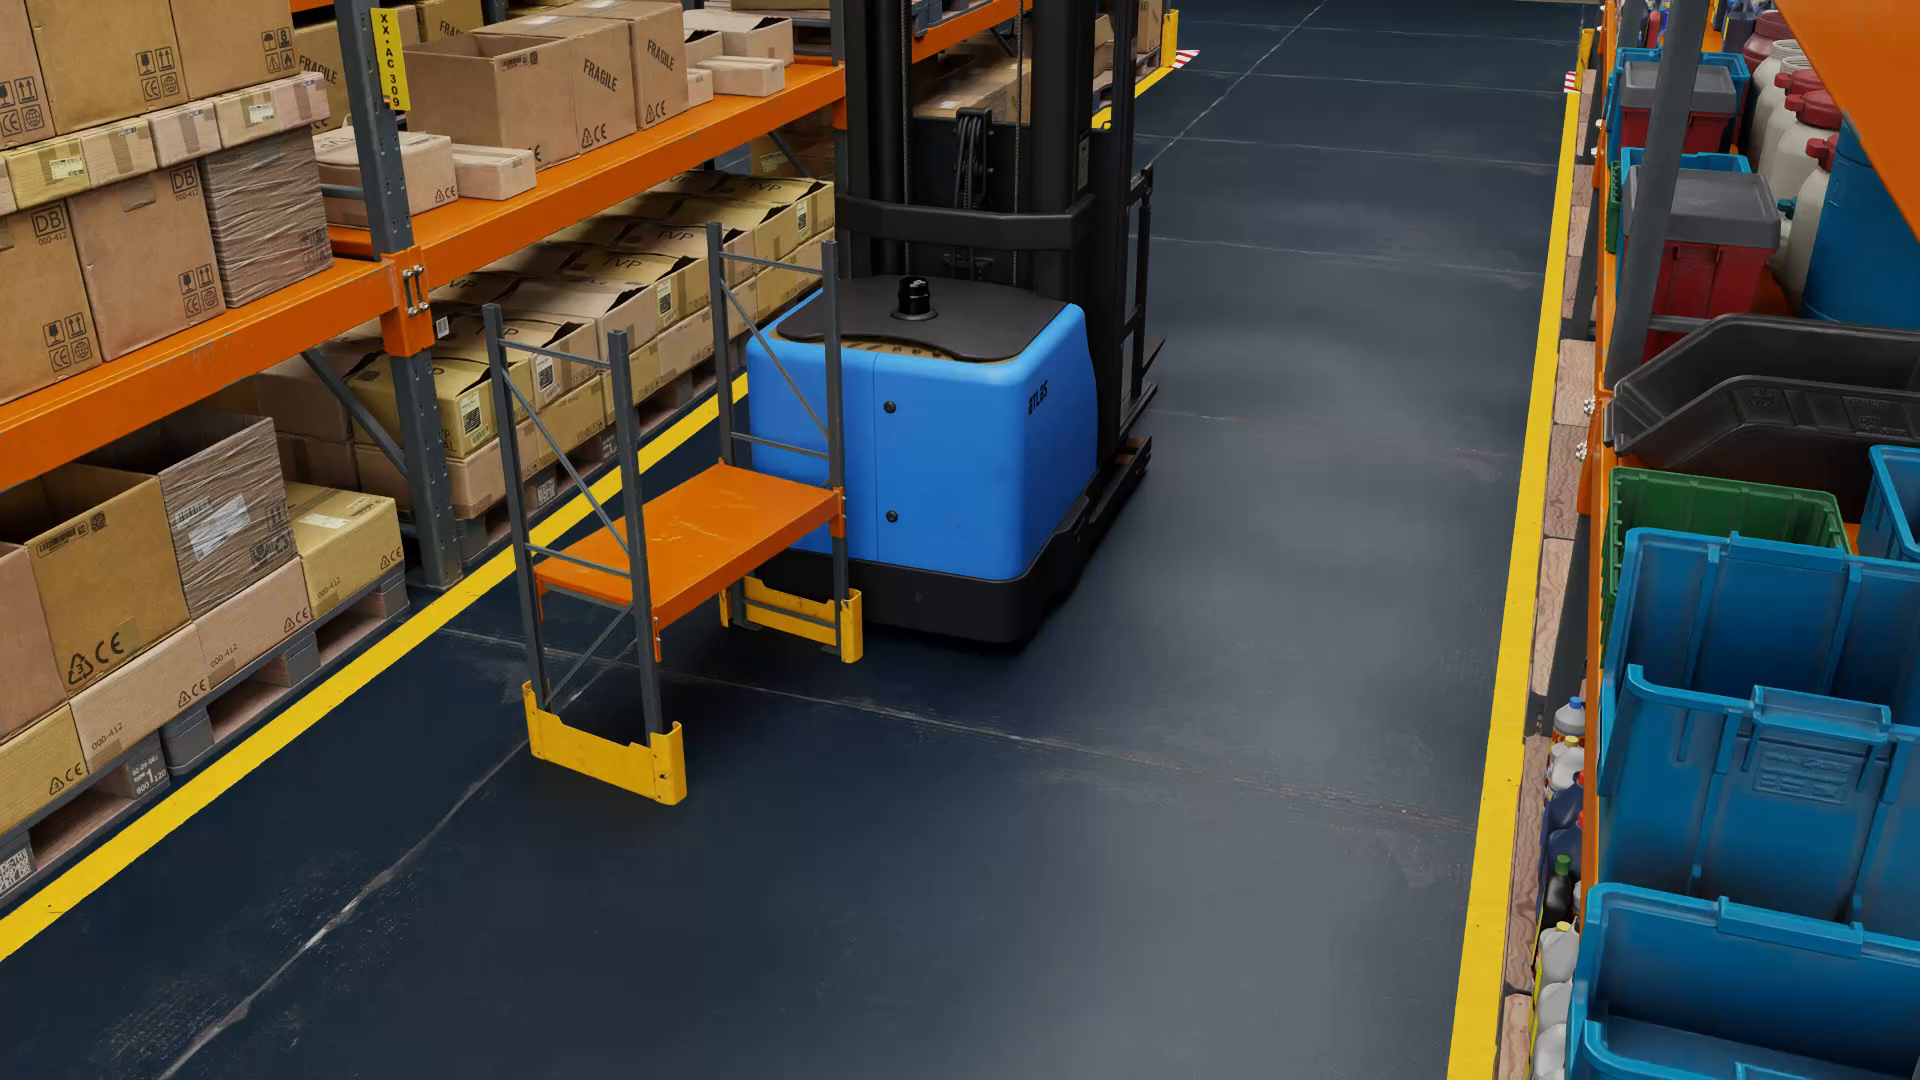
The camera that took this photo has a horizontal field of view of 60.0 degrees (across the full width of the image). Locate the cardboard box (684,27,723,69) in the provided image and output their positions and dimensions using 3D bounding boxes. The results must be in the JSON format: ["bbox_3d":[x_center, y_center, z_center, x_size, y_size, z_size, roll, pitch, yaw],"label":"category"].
[{"bbox_3d":[-1.559,-2.509,8.593,0.500,0.311,0.500,8,27,17],"label":"cardboard box"}]

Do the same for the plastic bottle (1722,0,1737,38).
[{"bbox_3d":[4.637,-3.144,9.949,0.097,0.271,0.097,0,26,0],"label":"plastic bottle"}]

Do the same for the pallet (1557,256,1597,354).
[{"bbox_3d":[3.814,-1.244,9.077,1.003,0.211,1.213,9,27,17],"label":"pallet"}]

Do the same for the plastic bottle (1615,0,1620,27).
[{"bbox_3d":[4.102,-3.307,10.271,0.061,0.283,0.133,9,27,17],"label":"plastic bottle"}]

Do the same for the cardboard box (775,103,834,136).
[{"bbox_3d":[-0.975,-2.742,10.473,0.500,0.250,0.500,10,28,19],"label":"cardboard box"}]

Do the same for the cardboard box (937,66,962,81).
[{"bbox_3d":[-0.306,-3.221,12.325,0.500,0.500,0.500,9,27,18],"label":"cardboard box"}]

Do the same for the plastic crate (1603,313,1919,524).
[{"bbox_3d":[1.965,-0.301,4.000,0.767,0.338,0.504,9,27,17],"label":"plastic crate"}]

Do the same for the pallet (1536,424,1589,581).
[{"bbox_3d":[2.889,-0.102,6.718,1.003,0.211,1.213,9,27,17],"label":"pallet"}]

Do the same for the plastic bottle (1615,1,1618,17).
[{"bbox_3d":[4.287,-3.472,10.621,0.152,0.276,0.135,9,27,17],"label":"plastic bottle"}]

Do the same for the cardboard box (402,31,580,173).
[{"bbox_3d":[-1.964,-1.820,6.952,0.500,0.500,0.500,11,28,21],"label":"cardboard box"}]

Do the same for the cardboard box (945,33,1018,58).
[{"bbox_3d":[0.174,-3.881,13.687,0.500,0.500,0.500,9,27,17],"label":"cardboard box"}]

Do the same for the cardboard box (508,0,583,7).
[{"bbox_3d":[-3.905,-4.812,15.633,0.700,0.500,0.500,8,27,17],"label":"cardboard box"}]

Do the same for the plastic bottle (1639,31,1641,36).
[{"bbox_3d":[3.585,-2.639,8.906,0.097,0.271,0.097,0,26,0],"label":"plastic bottle"}]

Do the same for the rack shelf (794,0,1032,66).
[{"bbox_3d":[-0.414,-3.387,11.129,1.077,0.370,4.000,9,27,17],"label":"rack shelf"}]

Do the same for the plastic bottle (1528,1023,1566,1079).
[{"bbox_3d":[1.282,1.171,3.509,0.152,0.276,0.135,8,27,16],"label":"plastic bottle"}]

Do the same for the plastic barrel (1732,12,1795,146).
[{"bbox_3d":[3.722,-1.996,7.274,0.600,0.536,0.708,9,27,17],"label":"plastic barrel"}]

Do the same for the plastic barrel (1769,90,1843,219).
[{"bbox_3d":[3.029,-1.249,5.732,0.433,0.535,0.433,0,26,0],"label":"plastic barrel"}]

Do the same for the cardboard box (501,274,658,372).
[{"bbox_3d":[-1.695,-1.001,7.404,0.500,0.311,0.500,8,27,16],"label":"cardboard box"}]

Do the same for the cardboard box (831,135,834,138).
[{"bbox_3d":[-0.489,-2.323,10.470,0.500,0.500,0.500,8,27,16],"label":"cardboard box"}]

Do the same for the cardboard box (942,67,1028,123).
[{"bbox_3d":[0.185,-3.159,12.197,0.500,0.500,0.500,9,27,18],"label":"cardboard box"}]

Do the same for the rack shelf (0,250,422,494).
[{"bbox_3d":[-3.076,-0.099,4.339,1.077,0.370,4.000,9,27,17],"label":"rack shelf"}]

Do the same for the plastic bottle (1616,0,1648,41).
[{"bbox_3d":[3.901,-3.035,9.633,0.144,0.351,0.185,9,27,17],"label":"plastic bottle"}]

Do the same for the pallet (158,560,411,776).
[{"bbox_3d":[-2.714,0.331,5.825,1.003,0.211,1.213,9,27,17],"label":"pallet"}]

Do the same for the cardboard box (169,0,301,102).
[{"bbox_3d":[-2.552,-1.691,5.197,0.700,0.500,0.500,9,27,18],"label":"cardboard box"}]

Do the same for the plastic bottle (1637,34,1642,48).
[{"bbox_3d":[3.520,-2.559,8.741,0.097,0.271,0.097,0,26,0],"label":"plastic bottle"}]

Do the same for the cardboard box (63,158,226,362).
[{"bbox_3d":[-2.721,-0.889,5.030,0.700,0.500,0.500,8,27,17],"label":"cardboard box"}]

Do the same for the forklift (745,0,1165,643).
[{"bbox_3d":[0.209,-1.578,6.646,1.130,2.935,3.031,9,27,17],"label":"forklift"}]

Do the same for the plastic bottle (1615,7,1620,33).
[{"bbox_3d":[4.036,-3.164,10.071,0.097,0.201,0.097,0,26,0],"label":"plastic bottle"}]

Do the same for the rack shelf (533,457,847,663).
[{"bbox_3d":[-0.865,0.036,5.367,0.538,0.185,1.000,14,29,27],"label":"rack shelf"}]

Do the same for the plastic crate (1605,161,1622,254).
[{"bbox_3d":[2.573,-1.187,6.002,0.450,0.188,0.662,9,27,17],"label":"plastic crate"}]

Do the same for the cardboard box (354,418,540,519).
[{"bbox_3d":[-2.042,-0.326,6.655,0.500,0.250,0.500,8,27,16],"label":"cardboard box"}]

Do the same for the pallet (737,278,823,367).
[{"bbox_3d":[-1.390,-1.301,9.195,1.003,0.211,1.213,9,27,17],"label":"pallet"}]

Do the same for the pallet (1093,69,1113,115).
[{"bbox_3d":[0.886,-4.063,14.899,1.003,0.211,1.213,9,27,17],"label":"pallet"}]

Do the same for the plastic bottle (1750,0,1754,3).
[{"bbox_3d":[4.761,-3.136,9.926,0.152,0.276,0.135,9,27,17],"label":"plastic bottle"}]

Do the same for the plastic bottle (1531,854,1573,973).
[{"bbox_3d":[1.443,0.910,4.040,0.061,0.283,0.133,10,28,20],"label":"plastic bottle"}]

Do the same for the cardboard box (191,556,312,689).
[{"bbox_3d":[-2.534,0.230,5.507,0.500,0.250,0.500,9,27,17],"label":"cardboard box"}]

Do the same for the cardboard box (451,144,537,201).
[{"bbox_3d":[-1.923,-1.467,6.625,0.380,0.149,0.250,9,27,17],"label":"cardboard box"}]

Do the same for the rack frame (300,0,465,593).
[{"bbox_3d":[-2.410,-1.245,5.880,1.000,3.000,0.127,9,27,17],"label":"rack frame"}]

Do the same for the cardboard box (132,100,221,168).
[{"bbox_3d":[-2.468,-1.230,4.989,0.380,0.149,0.250,8,27,16],"label":"cardboard box"}]

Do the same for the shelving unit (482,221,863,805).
[{"bbox_3d":[-0.860,-0.129,5.295,0.587,1.500,1.083,14,29,27],"label":"shelving unit"}]

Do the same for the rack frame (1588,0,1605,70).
[{"bbox_3d":[6.253,-5.457,14.578,1.000,3.000,0.127,9,27,17],"label":"rack frame"}]

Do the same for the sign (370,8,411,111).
[{"bbox_3d":[-1.886,-1.591,5.509,0.100,0.325,0.005,9,27,17],"label":"sign"}]

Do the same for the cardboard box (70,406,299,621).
[{"bbox_3d":[-2.536,-0.108,5.344,0.500,0.500,0.500,9,27,17],"label":"cardboard box"}]

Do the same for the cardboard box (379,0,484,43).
[{"bbox_3d":[-4.514,-4.185,13.937,0.750,0.750,0.750,9,27,18],"label":"cardboard box"}]

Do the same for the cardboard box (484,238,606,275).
[{"bbox_3d":[-2.040,-1.282,7.987,0.500,0.311,0.500,8,27,17],"label":"cardboard box"}]

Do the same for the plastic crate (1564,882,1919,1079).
[{"bbox_3d":[1.034,0.670,2.094,0.499,0.251,0.408,9,27,17],"label":"plastic crate"}]

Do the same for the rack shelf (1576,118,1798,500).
[{"bbox_3d":[2.925,-1.023,6.247,1.077,0.370,4.000,9,27,17],"label":"rack shelf"}]

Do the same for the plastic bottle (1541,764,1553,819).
[{"bbox_3d":[1.672,0.687,4.595,0.097,0.201,0.097,0,26,0],"label":"plastic bottle"}]

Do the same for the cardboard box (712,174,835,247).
[{"bbox_3d":[-1.021,-1.842,9.142,0.500,0.311,0.500,9,27,19],"label":"cardboard box"}]

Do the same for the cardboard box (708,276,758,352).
[{"bbox_3d":[-1.363,-1.170,8.398,0.500,0.250,0.500,9,27,19],"label":"cardboard box"}]

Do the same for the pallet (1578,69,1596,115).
[{"bbox_3d":[5.942,-3.868,14.497,1.003,0.211,1.213,9,27,17],"label":"pallet"}]
